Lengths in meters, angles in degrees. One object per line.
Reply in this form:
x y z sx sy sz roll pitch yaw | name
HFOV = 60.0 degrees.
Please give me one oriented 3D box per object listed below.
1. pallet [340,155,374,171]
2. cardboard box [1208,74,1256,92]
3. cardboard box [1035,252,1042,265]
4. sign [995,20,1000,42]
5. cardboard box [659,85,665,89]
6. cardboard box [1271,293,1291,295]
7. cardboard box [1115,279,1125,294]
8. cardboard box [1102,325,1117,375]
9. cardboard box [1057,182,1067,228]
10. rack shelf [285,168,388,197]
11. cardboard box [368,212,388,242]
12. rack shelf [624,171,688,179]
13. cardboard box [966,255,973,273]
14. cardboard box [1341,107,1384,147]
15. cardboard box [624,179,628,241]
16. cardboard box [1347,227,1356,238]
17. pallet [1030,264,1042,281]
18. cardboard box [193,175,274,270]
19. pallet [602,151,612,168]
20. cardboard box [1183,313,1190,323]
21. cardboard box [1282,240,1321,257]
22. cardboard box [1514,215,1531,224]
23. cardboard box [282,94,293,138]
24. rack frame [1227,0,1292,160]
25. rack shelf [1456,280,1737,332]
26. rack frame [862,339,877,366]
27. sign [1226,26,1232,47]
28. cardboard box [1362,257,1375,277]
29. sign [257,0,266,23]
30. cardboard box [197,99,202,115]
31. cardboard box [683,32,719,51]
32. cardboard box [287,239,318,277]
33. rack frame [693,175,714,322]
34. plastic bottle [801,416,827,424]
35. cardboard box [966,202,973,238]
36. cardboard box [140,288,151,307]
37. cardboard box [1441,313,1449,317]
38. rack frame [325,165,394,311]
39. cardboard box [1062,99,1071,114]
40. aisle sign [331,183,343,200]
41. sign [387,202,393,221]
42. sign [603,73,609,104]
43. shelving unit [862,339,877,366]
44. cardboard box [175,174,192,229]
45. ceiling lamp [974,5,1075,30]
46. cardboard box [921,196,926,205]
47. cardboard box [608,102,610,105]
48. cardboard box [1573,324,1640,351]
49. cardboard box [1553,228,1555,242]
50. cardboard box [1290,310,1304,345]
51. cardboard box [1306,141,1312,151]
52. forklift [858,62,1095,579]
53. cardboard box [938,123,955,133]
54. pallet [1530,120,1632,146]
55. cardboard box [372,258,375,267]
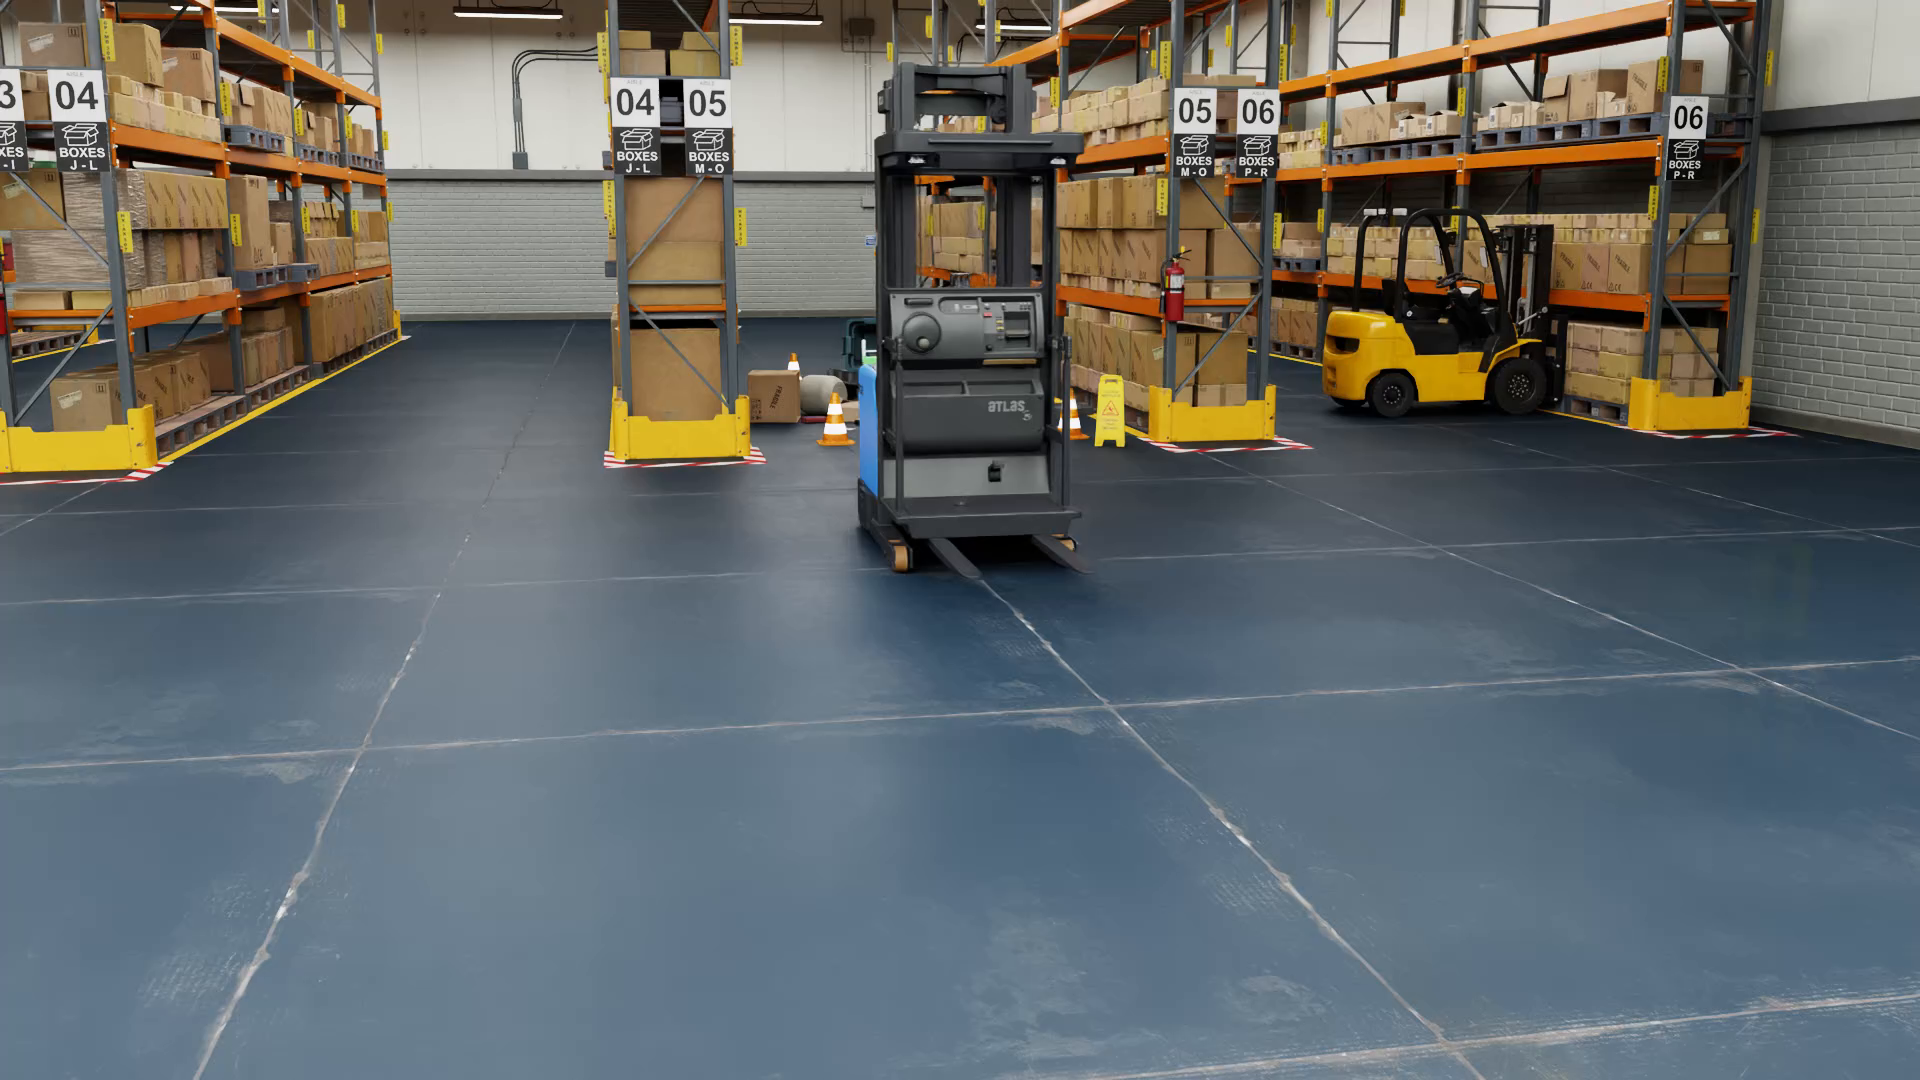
-10.043 -6.065 26.756 1.003 0.211 1.213 -2 11 -11 | pallet
2.525 -4.236 15.444 0.380 0.149 0.250 -2 11 -11 | cardboard box
1.126 -3.417 20.175 0.380 0.149 0.250 -2 11 -12 | cardboard box
0.590 -8.089 26.417 0.100 0.325 0.005 -2 11 -11 | sign
-2.907 -4.195 14.909 0.500 0.250 0.500 -2 11 -11 | cardboard box
5.339 -3.995 27.491 0.380 0.149 0.250 -2 11 -11 | cardboard box
1.794 -2.591 16.956 0.380 0.149 0.250 -2 11 -12 | cardboard box
1.787 -1.971 17.254 0.500 0.500 0.500 -2 11 -12 | cardboard box
1.489 -3.753 18.653 0.700 0.500 0.500 -2 11 -12 | cardboard box
-10.049 -5.749 26.778 1.077 0.370 4.000 -2 11 -11 | rack shelf
-10.086 -5.356 28.415 0.500 0.500 0.500 -2 11 -10 | cardboard box
-4.386 -5.177 23.774 1.077 0.370 4.000 -2 11 -11 | rack shelf
0.371 -3.991 24.044 0.500 0.250 0.500 -2 11 -10 | cardboard box
5.609 -5.706 22.972 0.500 0.500 0.500 -2 11 -11 | cardboard box
-2.673 -2.994 15.114 0.875 0.550 0.550 -2 11 -11 | cardboard box
5.608 -4.273 23.122 0.380 0.149 0.250 -2 11 -9 | cardboard box
1.264 -3.433 21.221 1.003 0.211 1.213 -2 11 -11 | pallet
-8.122 -3.446 18.052 1.000 1.000 1.000 -2 11 -11 | cardboard box
-4.555 -5.498 24.038 1.213 0.211 1.003 -2 11 -11 | pallet
4.310 -4.141 29.991 0.500 0.500 0.500 -2 11 -10 | cardboard box
5.184 -4.384 24.985 0.500 0.250 0.500 -3 11 -14 | cardboard box
6.480 -3.592 18.748 0.380 0.149 0.250 -2 11 -12 | cardboard box
-8.544 -5.218 20.461 0.500 0.500 0.500 -2 11 -10 | cardboard box
4.929 -7.750 27.349 1.000 3.000 0.127 -2 11 -11 | rack frame
6.874 -2.616 18.341 1.077 0.370 4.000 -2 11 -11 | rack shelf
-0.590 -0.830 11.849 0.240 1.200 0.015 -8 14 -37 | rack frame
4.393 -8.232 27.168 0.100 0.325 0.005 -2 11 -11 | sign
5.753 -3.719 22.614 0.500 0.250 0.500 -2 11 -13 | cardboard box
-10.209 -7.730 24.319 0.100 0.325 0.005 -2 11 -11 | sign
-7.662 -4.246 16.294 0.380 0.149 0.250 -3 11 -14 | cardboard box
-2.194 -4.293 14.353 0.380 0.149 0.250 -2 11 -10 | cardboard box
-8.710 -3.676 21.721 0.500 0.500 0.500 -2 11 -9 | cardboard box
-3.219 -2.956 18.206 1.000 3.000 0.127 -2 11 -11 | rack frame
-1.473 -1.234 17.017 0.283 0.061 0.133 -6 13 -31 | plastic bottle
0.373 -4.608 23.941 0.500 0.500 0.500 -2 11 -10 | cardboard box
-7.212 -2.091 14.333 0.380 0.149 0.250 -2 11 -11 | cardboard box
6.229 -2.614 21.633 0.875 0.625 0.625 -2 11 -12 | cardboard box
-10.438 -4.995 28.919 1.000 3.000 0.127 -2 11 -11 | rack frame
1.358 -4.827 18.551 0.380 0.149 0.250 -2 11 -12 | cardboard box
-10.746 -6.275 28.688 0.394 0.787 0.004 -2 11 -11 | aisle sign
-9.903 -5.698 28.878 0.100 0.325 0.005 -2 11 -11 | sign
-3.750 -4.817 17.734 0.100 0.325 0.005 -2 11 -11 | sign
-0.440 -0.794 11.660 0.258 1.200 0.503 -8 14 -37 | shelving unit
-7.458 -3.133 15.398 0.500 0.500 0.500 -2 11 -11 | cardboard box
1.346 -11.758 32.795 2.000 3.185 0.800 -2 11 -11 | ceiling lamp
-0.446 -5.715 28.022 0.380 0.149 0.250 -2 11 -11 | cardboard box
-2.986 -4.016 15.035 0.380 0.149 0.250 -2 11 -10 | cardboard box
6.762 -2.116 17.346 0.500 0.250 0.500 -2 11 -10 | cardboard box
6.570 -3.351 18.280 0.380 0.149 0.250 -2 11 -12 | cardboard box
5.326 -3.210 25.100 0.500 0.500 0.500 -2 11 -12 | cardboard box
5.344 -5.819 24.559 0.380 0.149 0.250 -2 11 -10 | cardboard box
0.086 -1.320 9.791 1.130 2.935 3.031 -2 11 -11 | forklift
-0.053 -6.179 25.724 0.500 0.500 0.500 -2 11 -12 | cardboard box
6.910 -4.387 17.938 1.003 0.211 1.213 -2 11 -11 | pallet
-9.696 -4.490 26.938 0.380 0.149 0.250 -2 11 -13 | cardboard box
